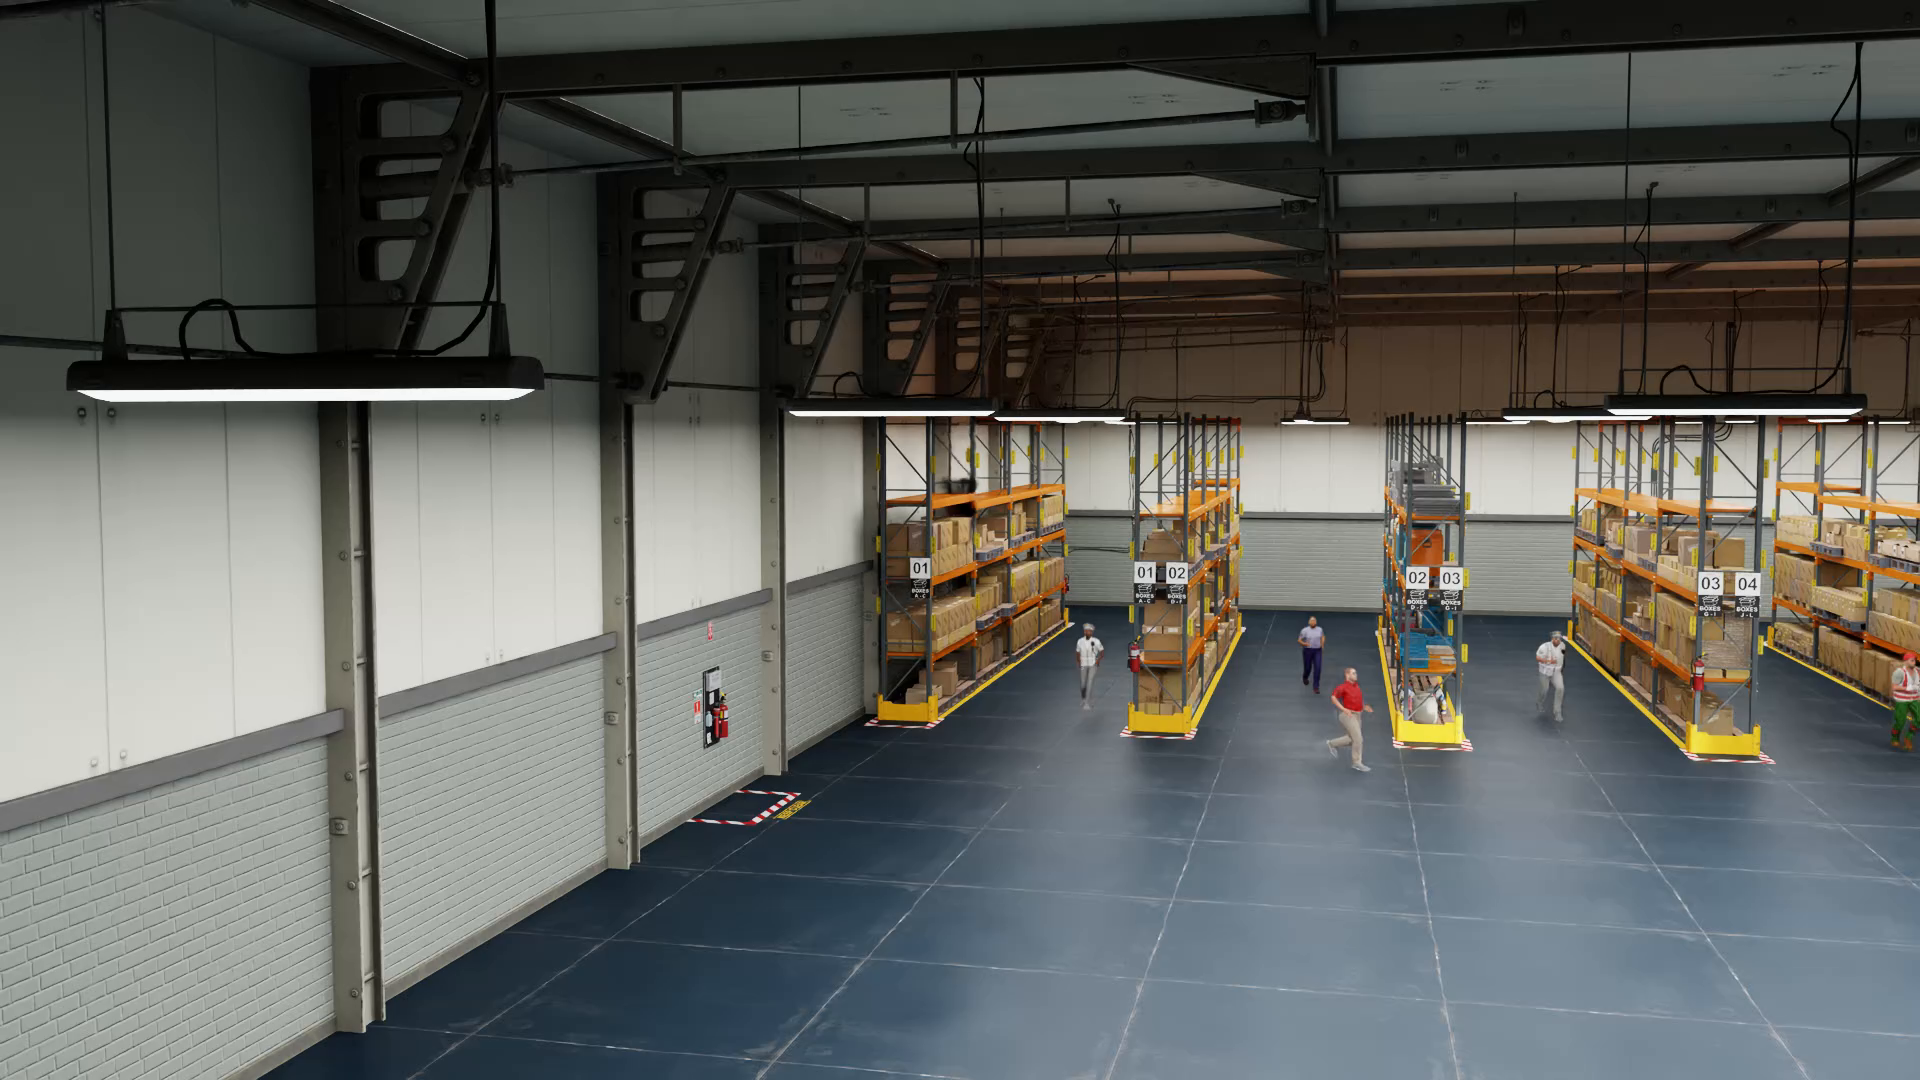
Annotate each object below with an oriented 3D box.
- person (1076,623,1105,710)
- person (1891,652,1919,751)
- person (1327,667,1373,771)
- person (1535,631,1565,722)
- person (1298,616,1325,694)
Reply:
[{"bbox_3d":[2.488,2.441,32.115,0.576,1.646,0.557,1,4,13],"label":"person"},{"bbox_3d":[16.721,2.839,29.330,0.697,1.745,0.808,0,4,-7],"label":"person"},{"bbox_3d":[6.525,2.998,27.963,0.833,1.715,0.663,3,5,38],"label":"person"},{"bbox_3d":[11.634,2.648,32.835,0.658,1.795,1.015,0,4,0],"label":"person"},{"bbox_3d":[7.631,2.463,36.023,0.608,1.643,0.903,0,4,0],"label":"person"}]
